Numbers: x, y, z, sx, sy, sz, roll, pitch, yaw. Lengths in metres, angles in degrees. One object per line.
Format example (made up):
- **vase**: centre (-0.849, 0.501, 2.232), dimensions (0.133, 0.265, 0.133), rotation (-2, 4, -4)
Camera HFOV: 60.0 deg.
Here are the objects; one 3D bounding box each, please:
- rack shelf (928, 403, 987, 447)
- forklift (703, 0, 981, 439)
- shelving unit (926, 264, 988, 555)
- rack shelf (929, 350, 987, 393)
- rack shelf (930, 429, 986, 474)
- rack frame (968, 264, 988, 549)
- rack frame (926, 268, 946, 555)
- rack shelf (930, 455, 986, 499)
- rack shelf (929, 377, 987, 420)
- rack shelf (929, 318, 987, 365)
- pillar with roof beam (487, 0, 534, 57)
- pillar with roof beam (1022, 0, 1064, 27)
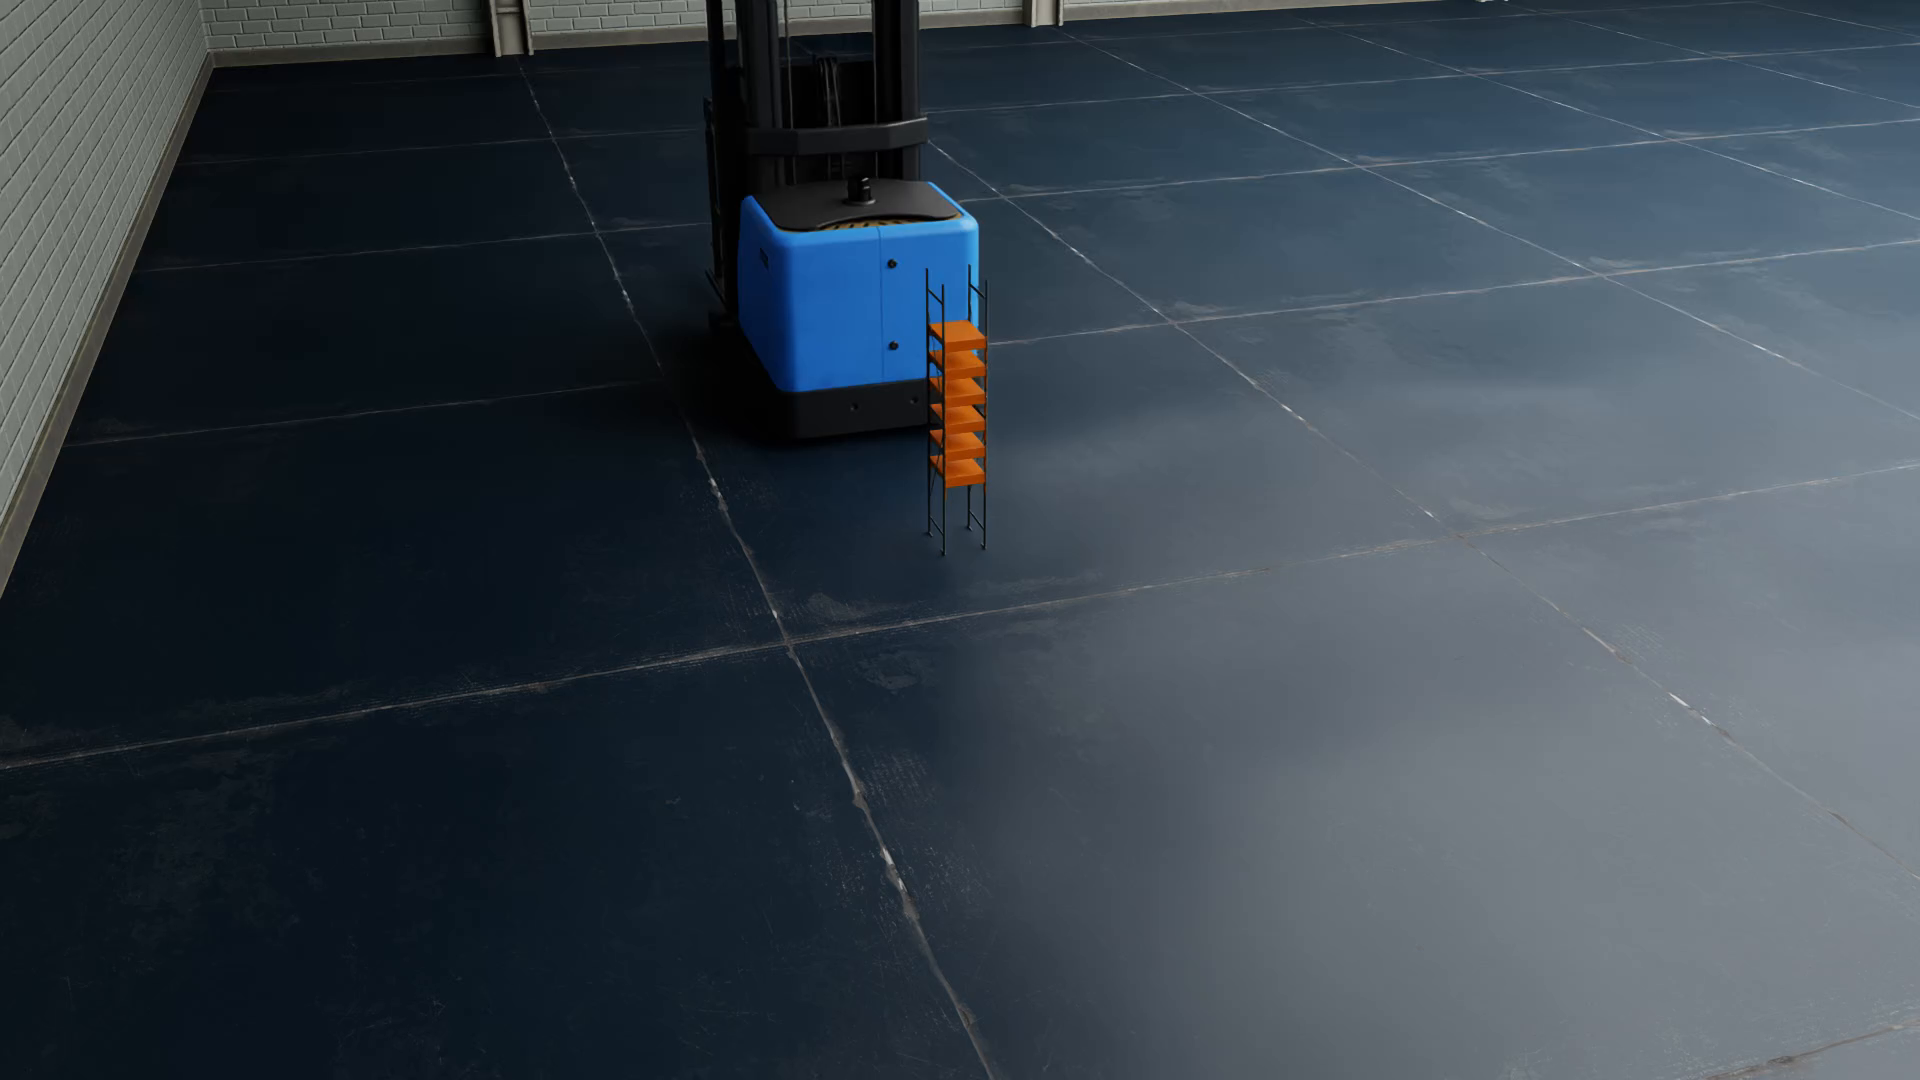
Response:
- **rack shelf**: centre (-0.014, -0.496, 6.999), dimensions (0.180, 0.103, 0.258), rotation (-8, 28, -16)
- **forklift**: centre (-0.817, -2.436, 8.861), dimensions (1.130, 2.935, 3.031), rotation (-8, 27, -15)
- **shelving unit**: centre (-0.014, -0.535, 6.979), dimensions (0.189, 1.200, 0.258), rotation (-8, 28, -16)
- **rack shelf**: centre (-0.014, -0.711, 6.892), dimensions (0.180, 0.103, 0.258), rotation (-8, 28, -16)
- **rack shelf**: centre (-0.014, -0.388, 7.052), dimensions (0.180, 0.103, 0.258), rotation (-8, 28, -16)
- **rack frame**: centre (0.073, -0.548, 7.005), dimensions (0.006, 1.200, 0.240), rotation (-8, 28, -16)
- **rack frame**: centre (-0.101, -0.523, 6.954), dimensions (0.006, 1.200, 0.240), rotation (-8, 28, -16)
- **rack shelf**: centre (-0.014, -0.281, 7.106), dimensions (0.180, 0.103, 0.258), rotation (-8, 28, -16)
- **rack shelf**: centre (-0.014, -0.603, 6.946), dimensions (0.180, 0.103, 0.258), rotation (-8, 28, -16)
- **rack shelf**: centre (-0.014, -0.818, 6.839), dimensions (0.180, 0.103, 0.258), rotation (-8, 28, -16)
- **pillar with roof beam**: centre (-3.411, -7.384, 12.003), dimensions (0.400, 9.000, 9.100), rotation (-8, 28, -16)
- **pillar with roof beam**: centre (2.294, -8.210, 13.667), dimensions (0.400, 9.000, 9.100), rotation (-8, 28, -16)
